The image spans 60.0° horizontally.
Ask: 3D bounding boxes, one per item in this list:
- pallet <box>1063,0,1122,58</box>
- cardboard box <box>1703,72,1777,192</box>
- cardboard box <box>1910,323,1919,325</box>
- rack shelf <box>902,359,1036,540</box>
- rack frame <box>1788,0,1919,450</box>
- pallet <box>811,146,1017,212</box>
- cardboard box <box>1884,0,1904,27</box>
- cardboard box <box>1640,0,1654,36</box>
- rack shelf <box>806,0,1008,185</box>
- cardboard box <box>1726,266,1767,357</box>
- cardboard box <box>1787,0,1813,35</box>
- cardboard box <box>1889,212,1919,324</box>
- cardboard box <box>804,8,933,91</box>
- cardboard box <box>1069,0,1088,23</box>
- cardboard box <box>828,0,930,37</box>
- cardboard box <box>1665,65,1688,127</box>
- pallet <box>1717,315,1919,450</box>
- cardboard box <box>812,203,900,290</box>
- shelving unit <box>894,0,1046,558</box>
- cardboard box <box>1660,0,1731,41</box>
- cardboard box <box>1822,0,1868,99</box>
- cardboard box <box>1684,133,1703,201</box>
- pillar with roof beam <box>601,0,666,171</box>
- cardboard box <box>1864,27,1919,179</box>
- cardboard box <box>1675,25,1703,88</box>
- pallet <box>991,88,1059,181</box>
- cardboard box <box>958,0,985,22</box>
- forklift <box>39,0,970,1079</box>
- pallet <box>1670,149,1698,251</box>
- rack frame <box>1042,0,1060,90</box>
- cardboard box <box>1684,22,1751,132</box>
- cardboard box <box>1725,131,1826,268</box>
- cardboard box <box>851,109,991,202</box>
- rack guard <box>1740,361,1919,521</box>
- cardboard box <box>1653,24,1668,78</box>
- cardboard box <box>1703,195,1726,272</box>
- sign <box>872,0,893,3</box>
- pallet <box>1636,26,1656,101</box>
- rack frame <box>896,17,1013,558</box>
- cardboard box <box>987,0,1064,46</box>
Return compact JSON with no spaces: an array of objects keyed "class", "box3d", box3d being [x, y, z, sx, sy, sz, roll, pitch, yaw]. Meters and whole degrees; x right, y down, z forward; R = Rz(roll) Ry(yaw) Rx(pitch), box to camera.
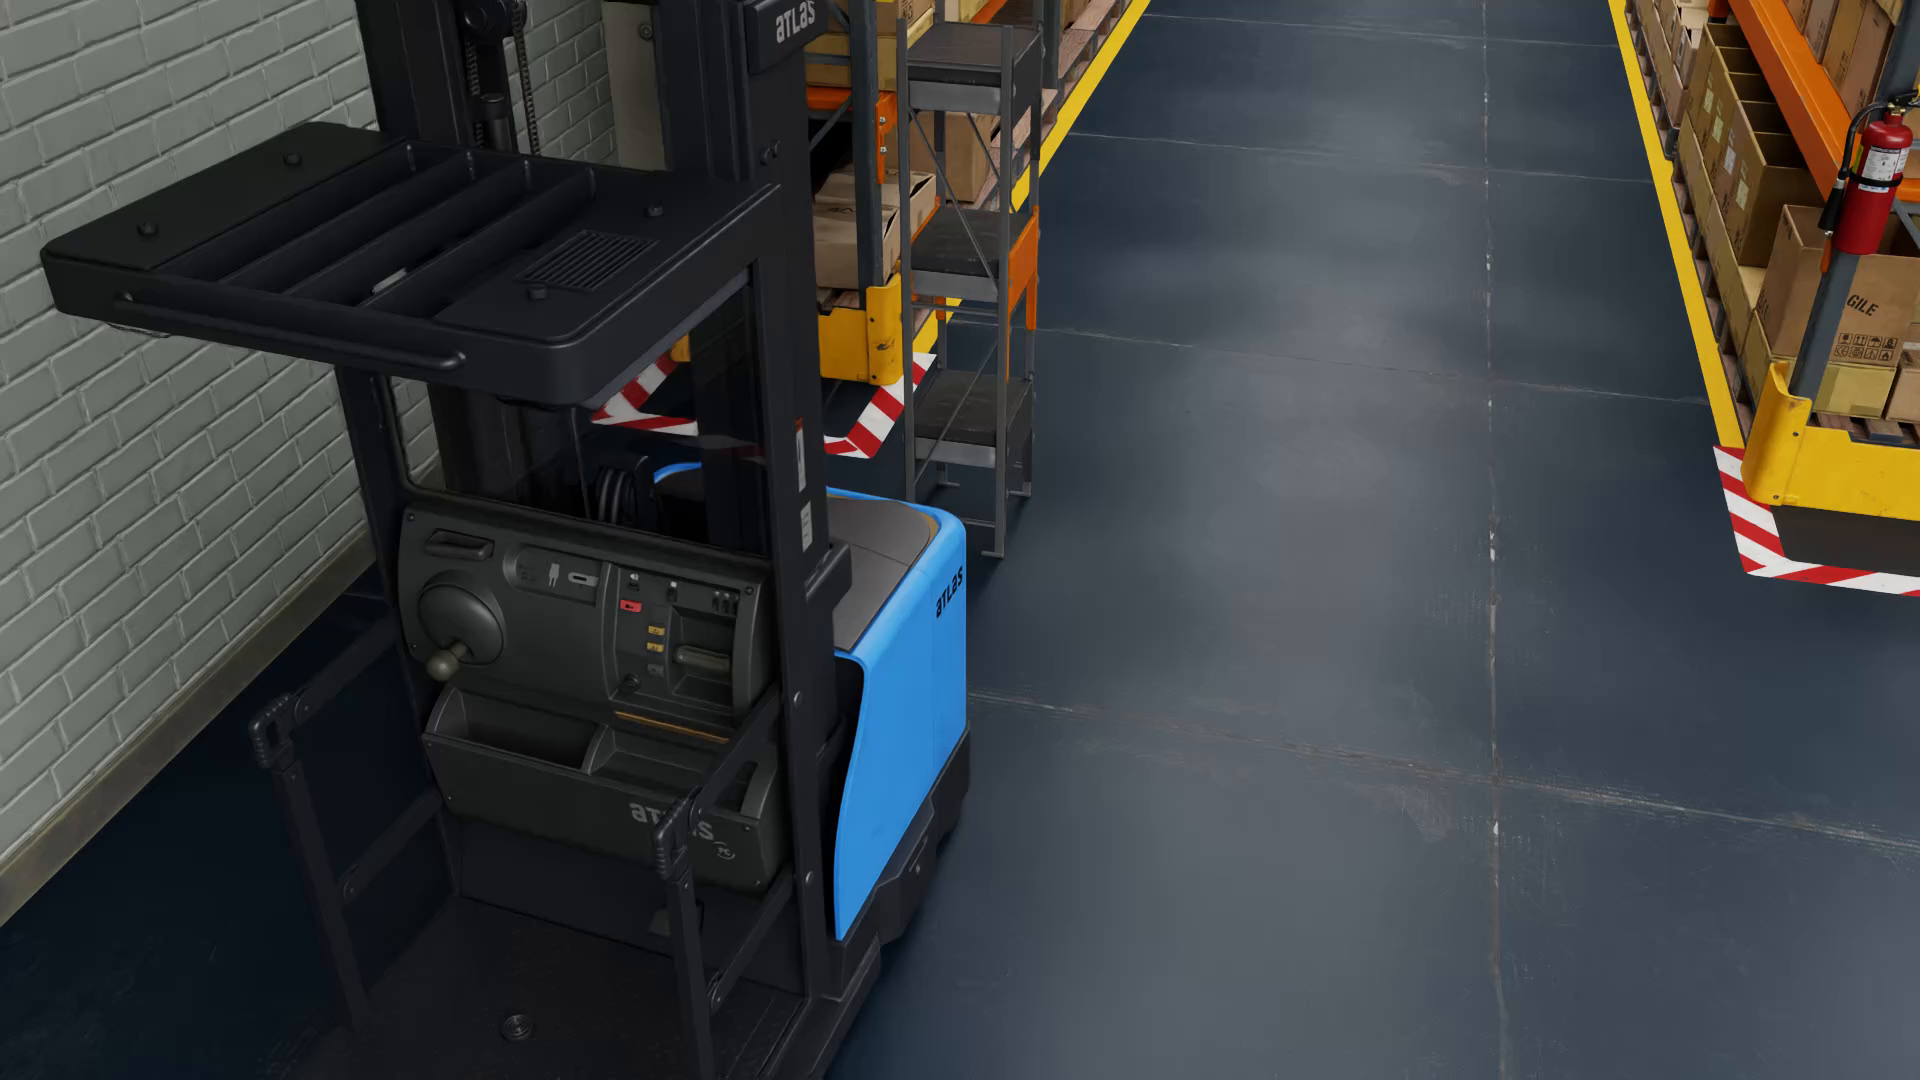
[{"class":"pallet","box3d":[0.664,-4.059,12.939,1.003,0.211,1.213,8,33,12]},{"class":"cardboard box","box3d":[4.279,-2.141,8.794,0.500,0.500,0.500,8,33,12]},{"class":"cardboard box","box3d":[4.412,-0.973,7.657,0.500,0.250,0.500,8,33,12]},{"class":"rack shelf","box3d":[0.042,-0.370,6.705,0.431,0.518,0.480,8,33,12]},{"class":"rack frame","box3d":[3.938,-1.449,6.233,1.000,3.000,0.127,8,33,12]},{"class":"pallet","box3d":[-0.284,-2.032,9.749,1.003,0.211,1.213,8,33,12]},{"class":"cardboard box","box3d":[3.915,-2.125,6.598,0.380,0.149,0.250,9,34,14]},{"class":"cardboard box","box3d":[5.298,-3.853,12.187,0.500,0.250,0.500,7,33,11]},{"class":"rack shelf","box3d":[-0.347,-2.855,9.116,1.077,0.370,4.000,8,33,12]},{"class":"cardboard box","box3d":[3.903,-1.045,7.769,0.500,0.250,0.500,8,33,12]},{"class":"cardboard box","box3d":[4.588,-2.801,8.267,0.700,0.500,0.500,9,33,13]},{"class":"cardboard box","box3d":[4.414,-1.290,7.455,0.500,0.500,0.500,8,33,12]},{"class":"cardboard box","box3d":[-0.424,-2.276,7.656,0.500,0.250,0.500,7,33,11]},{"class":"cardboard box","box3d":[0.582,-4.246,12.553,0.700,0.500,0.500,8,33,13]},{"class":"cardboard box","box3d":[-0.443,-2.589,7.449,0.500,0.500,0.500,8,33,12]},{"class":"cardboard box","box3d":[4.778,-2.796,10.523,0.500,0.250,0.500,8,33,12]},{"class":"pallet","box3d":[4.091,-0.674,7.614,1.003,0.211,1.213,8,33,12]},{"class":"cardboard box","box3d":[-0.592,-1.519,8.439,0.500,0.311,0.500,4,33,7]},{"class":"shelving unit","box3d":[0.042,-0.972,6.322,0.431,2.100,0.503,8,33,12]},{"class":"cardboard box","box3d":[5.033,-3.556,11.197,0.500,0.311,0.500,8,33,12]},{"class":"cardboard box","box3d":[4.329,-2.261,7.418,0.700,0.500,0.500,8,33,13]},{"class":"cardboard box","box3d":[4.410,-2.083,9.402,0.500,0.250,0.500,8,33,12]},{"class":"pillar with roof beam","box3d":[2.650,-4.548,5.516,9.100,9.000,0.400,8,33,12]},{"class":"cardboard box","box3d":[4.068,-1.731,6.584,0.700,0.500,0.500,8,33,12]},{"class":"cardboard box","box3d":[4.778,-3.027,10.364,0.500,0.311,0.500,8,33,12]},{"class":"pallet","box3d":[0.024,-2.667,10.748,1.003,0.211,1.213,8,33,12]},{"class":"cardboard box","box3d":[-0.171,-2.811,8.497,0.500,0.250,0.500,8,33,12]},{"class":"forklift","box3d":[-0.956,0.238,3.644,1.130,2.935,3.031,11,34,17]},{"class":"pallet","box3d":[4.710,-1.941,9.606,1.003,0.211,1.213,8,33,12]},{"class":"rack frame","box3d":[0.160,-4.197,10.556,1.000,3.000,0.127,8,33,12]},{"class":"cardboard box","box3d":[4.532,-2.660,9.610,0.500,0.500,0.500,8,33,12]},{"class":"cardboard box","box3d":[4.025,-1.622,7.977,0.500,0.500,0.500,8,33,12]},{"class":"cardboard box","box3d":[-0.213,-2.268,9.442,0.700,0.500,0.500,6,33,9]},{"class":"rack guard","box3d":[3.932,-0.381,6.884,1.175,0.500,0.348,8,33,12]},{"class":"cardboard box","box3d":[5.037,-3.324,11.354,0.500,0.250,0.500,9,33,13]},{"class":"cardboard box","box3d":[4.157,-1.564,8.586,0.500,0.250,0.500,8,33,12]},{"class":"sign","box3d":[-0.330,-2.413,6.942,0.100,0.325,0.005,8,33,12]},{"class":"pallet","box3d":[5.410,-3.370,11.855,1.003,0.211,1.213,8,33,12]},{"class":"rack frame","box3d":[-0.020,-0.845,6.123,0.400,2.100,0.015,8,33,12]},{"class":"cardboard box","box3d":[0.331,-3.712,11.713,0.700,0.500,0.500,9,34,14]}]
